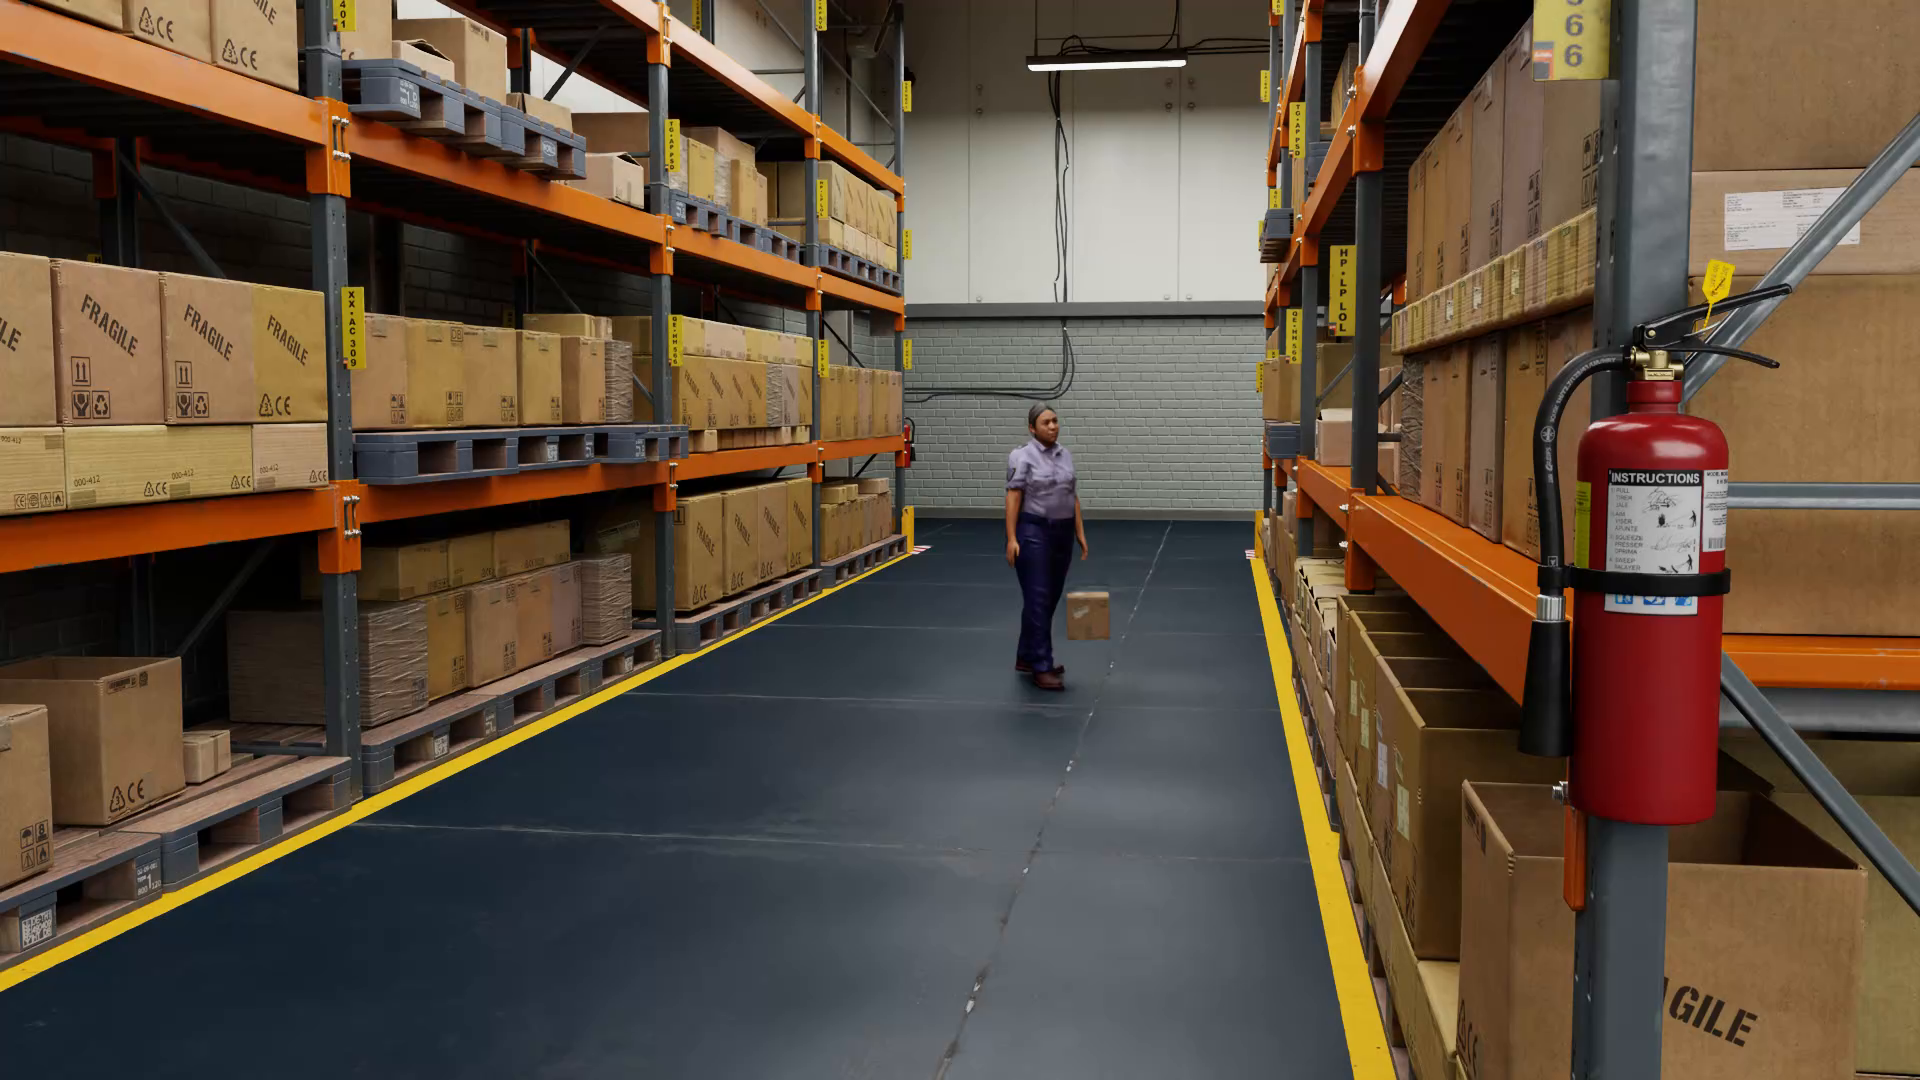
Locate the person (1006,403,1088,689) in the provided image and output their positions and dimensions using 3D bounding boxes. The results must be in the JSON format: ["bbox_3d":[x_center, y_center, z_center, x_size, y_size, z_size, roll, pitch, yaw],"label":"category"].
[{"bbox_3d":[0.483,0.018,9.753,0.584,1.642,0.620,-4,6,-42],"label":"person"}]
